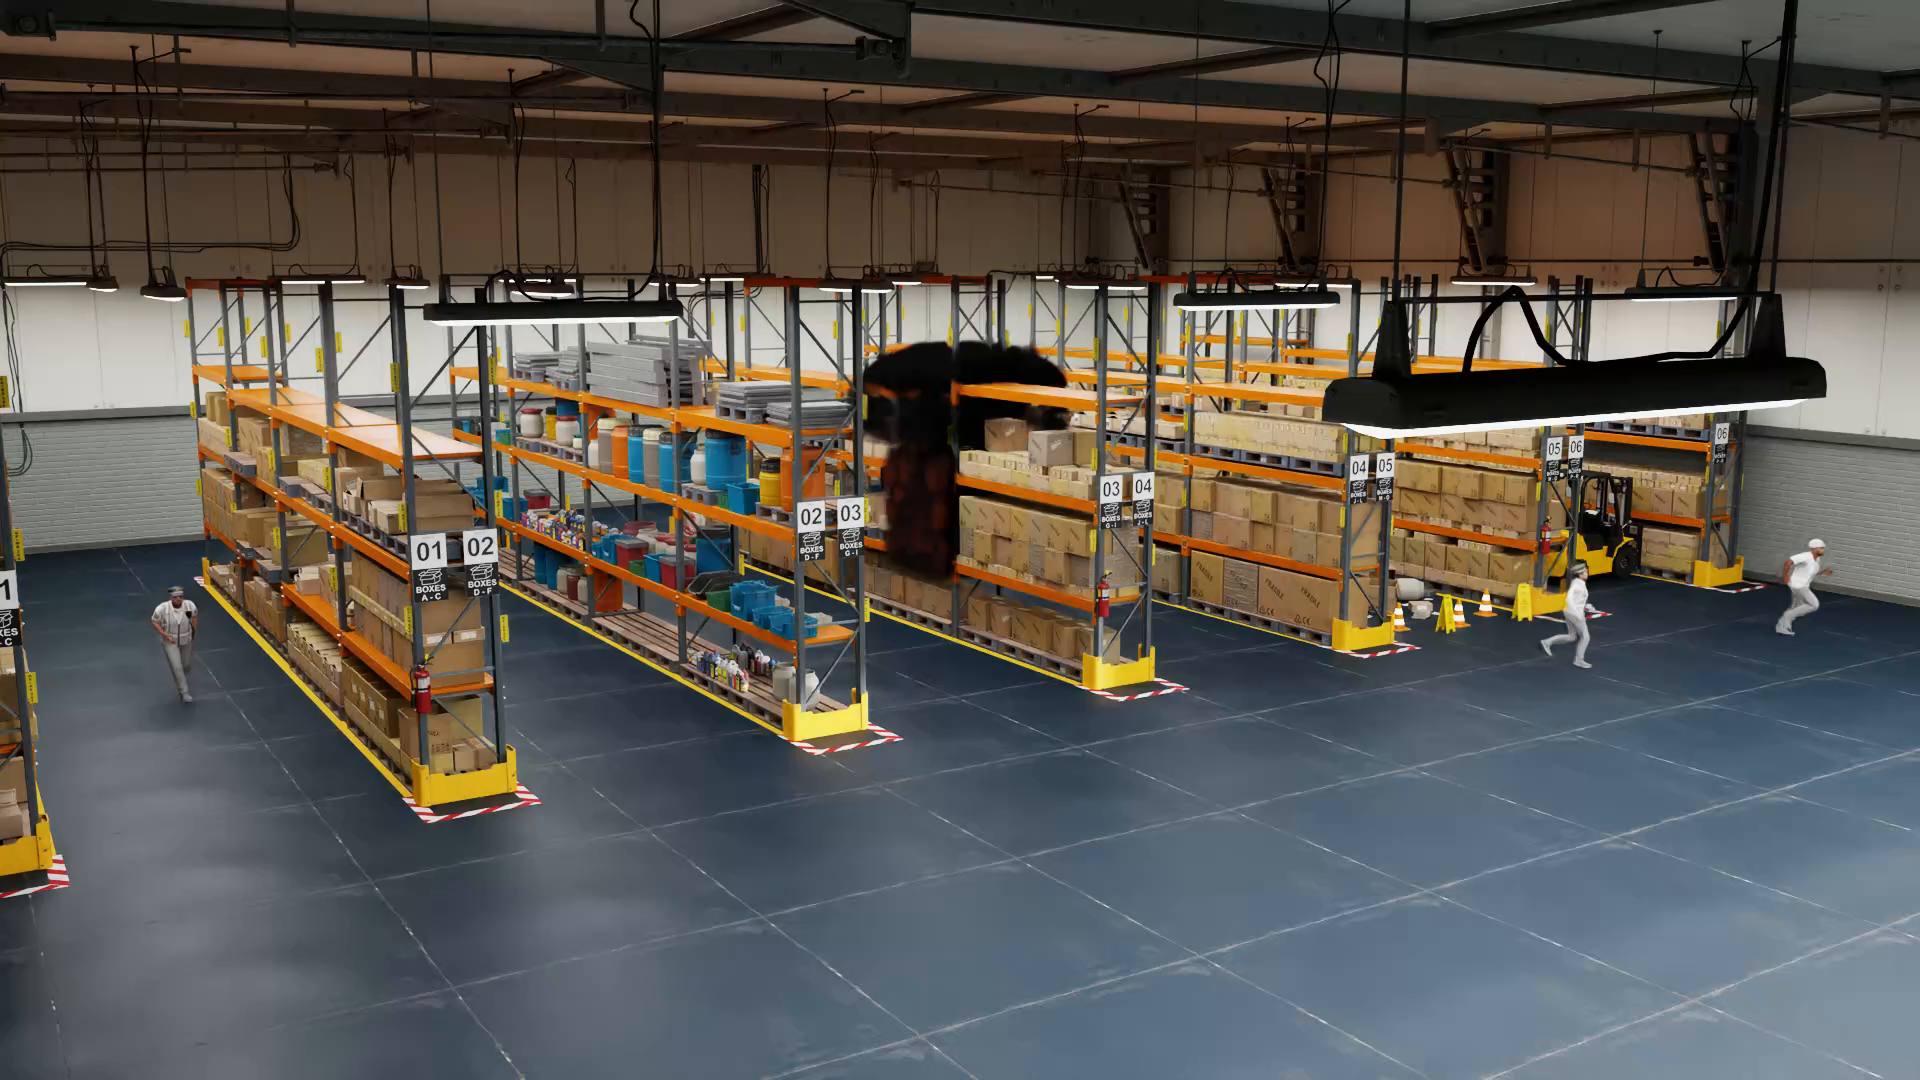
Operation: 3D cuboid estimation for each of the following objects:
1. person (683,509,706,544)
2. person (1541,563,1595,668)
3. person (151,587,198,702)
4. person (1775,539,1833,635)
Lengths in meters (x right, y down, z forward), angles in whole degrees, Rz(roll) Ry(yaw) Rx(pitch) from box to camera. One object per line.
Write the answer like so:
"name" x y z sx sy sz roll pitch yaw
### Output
"person" -4.957 -0.028 31.216 0.662 1.821 0.835 -9 13 -42
"person" 9.579 1.172 26.118 0.764 1.666 0.601 3 10 15
"person" -11.429 1.469 24.246 0.638 1.721 0.809 -6 11 -33
"person" 14.285 0.804 28.128 0.798 1.679 0.683 7 12 36
